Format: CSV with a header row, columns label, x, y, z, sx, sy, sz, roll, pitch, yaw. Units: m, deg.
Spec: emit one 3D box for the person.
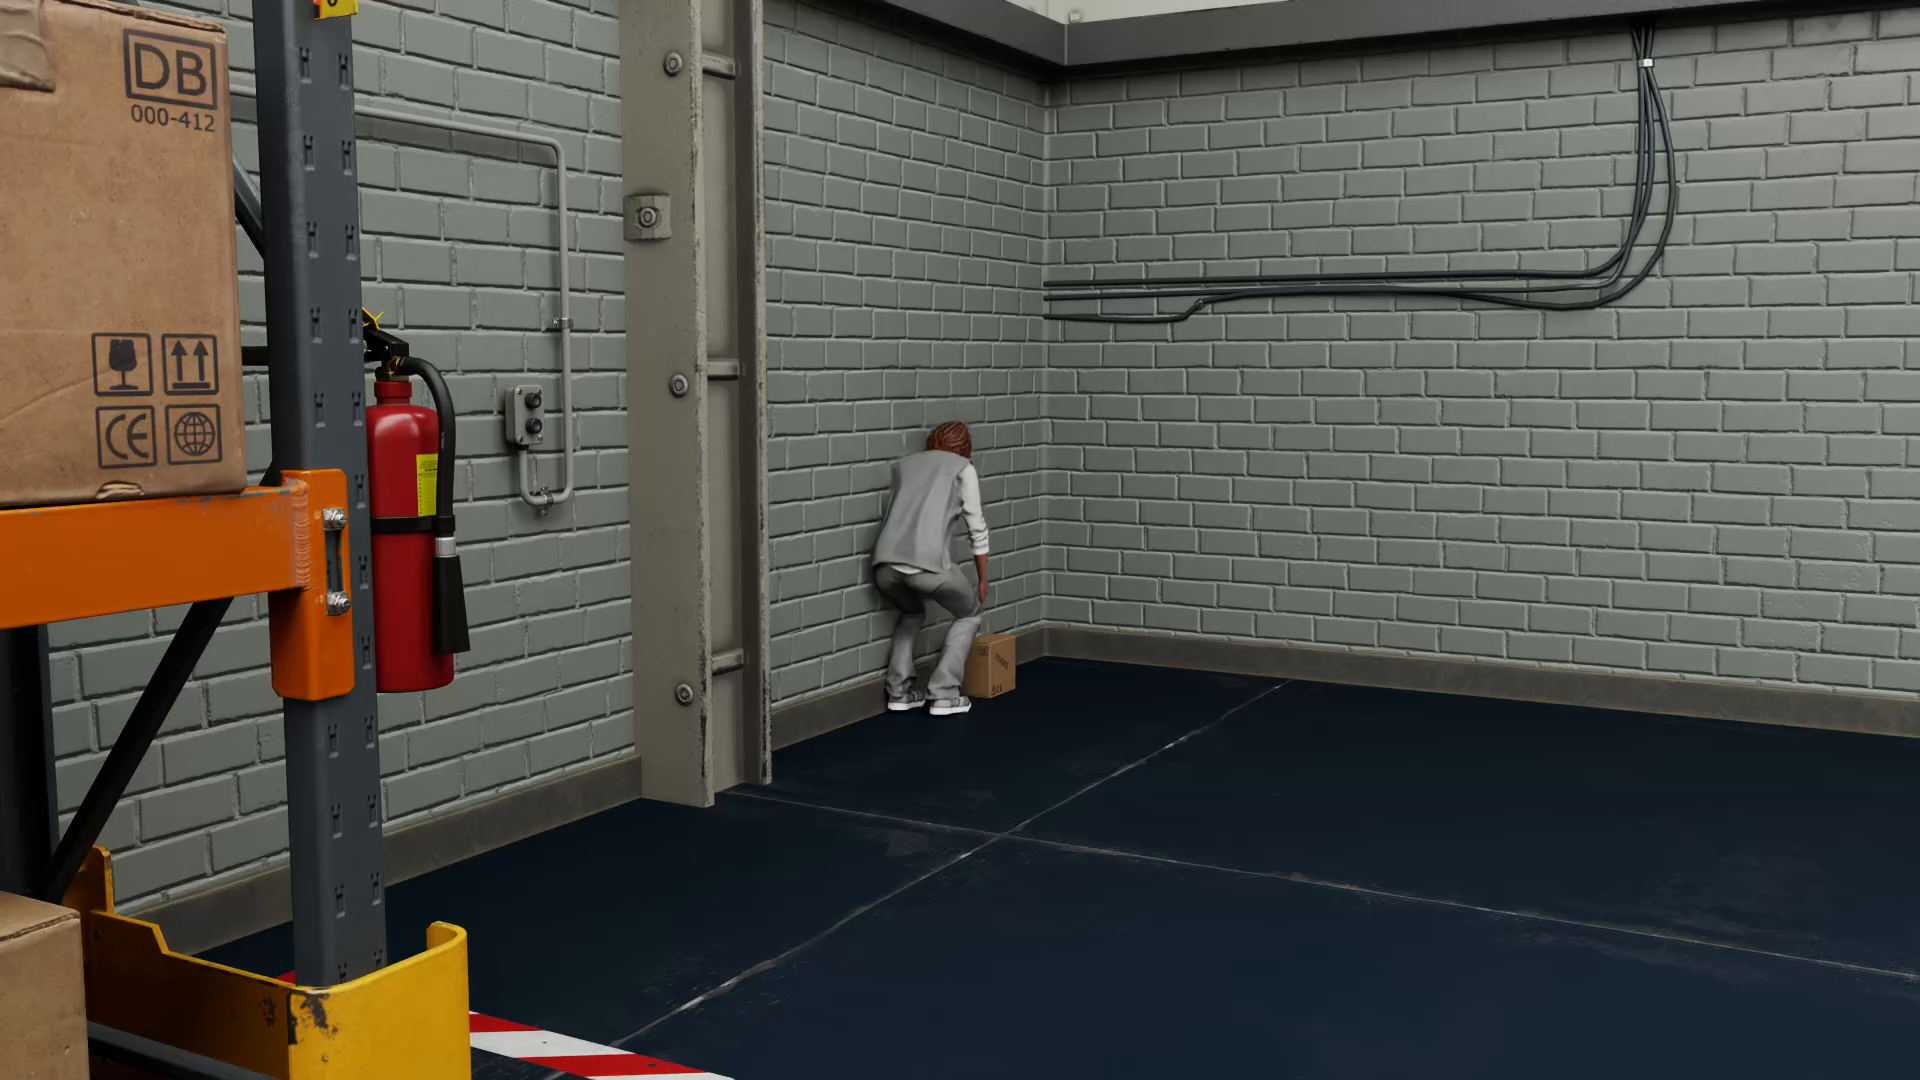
label,x,y,z,sx,sy,sz,roll,pitch,yaw
person,-0.144,0.124,7.168,0.463,1.227,0.688,3,7,29
